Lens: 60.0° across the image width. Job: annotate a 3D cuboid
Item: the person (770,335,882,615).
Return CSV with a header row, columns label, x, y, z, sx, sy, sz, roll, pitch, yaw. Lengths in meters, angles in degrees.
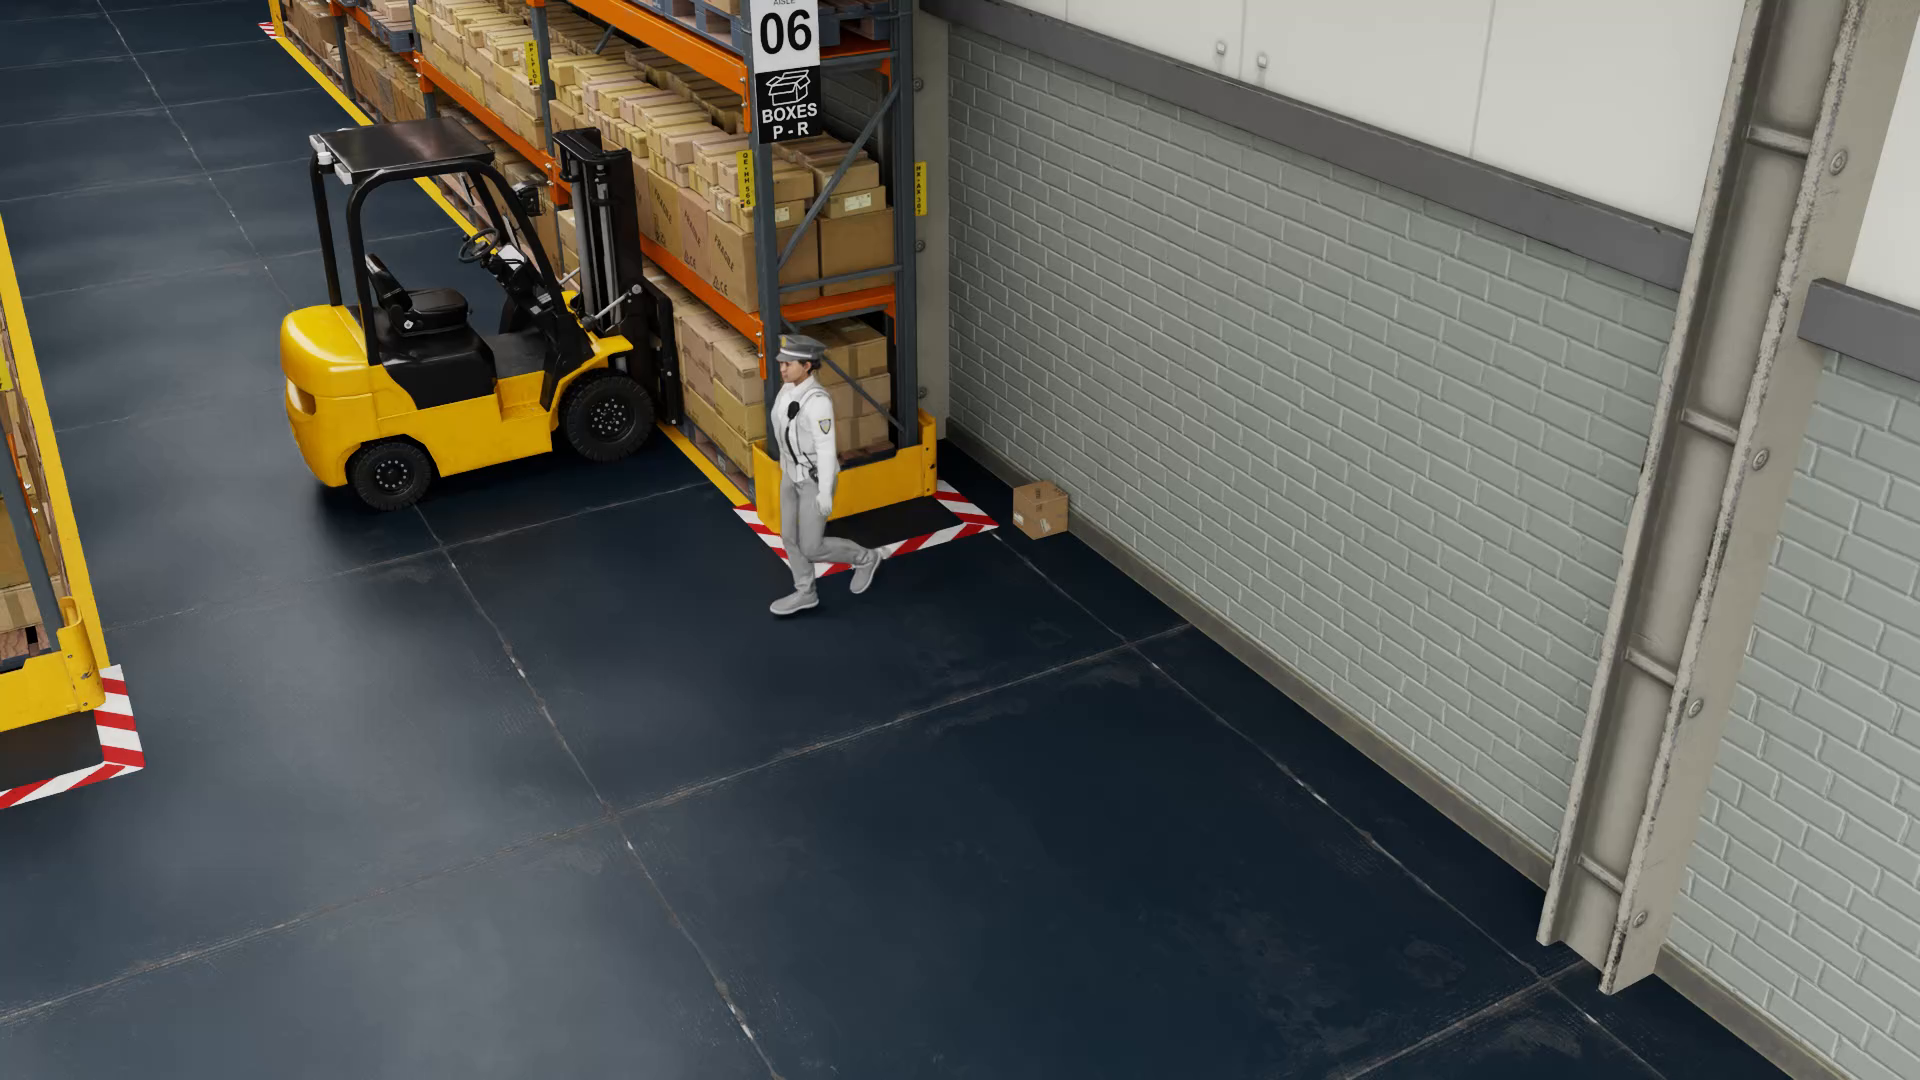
label,x,y,z,sx,sy,sz,roll,pitch,yaw
person,-0.770,-0.364,9.139,0.640,1.669,0.493,-15,33,-25
